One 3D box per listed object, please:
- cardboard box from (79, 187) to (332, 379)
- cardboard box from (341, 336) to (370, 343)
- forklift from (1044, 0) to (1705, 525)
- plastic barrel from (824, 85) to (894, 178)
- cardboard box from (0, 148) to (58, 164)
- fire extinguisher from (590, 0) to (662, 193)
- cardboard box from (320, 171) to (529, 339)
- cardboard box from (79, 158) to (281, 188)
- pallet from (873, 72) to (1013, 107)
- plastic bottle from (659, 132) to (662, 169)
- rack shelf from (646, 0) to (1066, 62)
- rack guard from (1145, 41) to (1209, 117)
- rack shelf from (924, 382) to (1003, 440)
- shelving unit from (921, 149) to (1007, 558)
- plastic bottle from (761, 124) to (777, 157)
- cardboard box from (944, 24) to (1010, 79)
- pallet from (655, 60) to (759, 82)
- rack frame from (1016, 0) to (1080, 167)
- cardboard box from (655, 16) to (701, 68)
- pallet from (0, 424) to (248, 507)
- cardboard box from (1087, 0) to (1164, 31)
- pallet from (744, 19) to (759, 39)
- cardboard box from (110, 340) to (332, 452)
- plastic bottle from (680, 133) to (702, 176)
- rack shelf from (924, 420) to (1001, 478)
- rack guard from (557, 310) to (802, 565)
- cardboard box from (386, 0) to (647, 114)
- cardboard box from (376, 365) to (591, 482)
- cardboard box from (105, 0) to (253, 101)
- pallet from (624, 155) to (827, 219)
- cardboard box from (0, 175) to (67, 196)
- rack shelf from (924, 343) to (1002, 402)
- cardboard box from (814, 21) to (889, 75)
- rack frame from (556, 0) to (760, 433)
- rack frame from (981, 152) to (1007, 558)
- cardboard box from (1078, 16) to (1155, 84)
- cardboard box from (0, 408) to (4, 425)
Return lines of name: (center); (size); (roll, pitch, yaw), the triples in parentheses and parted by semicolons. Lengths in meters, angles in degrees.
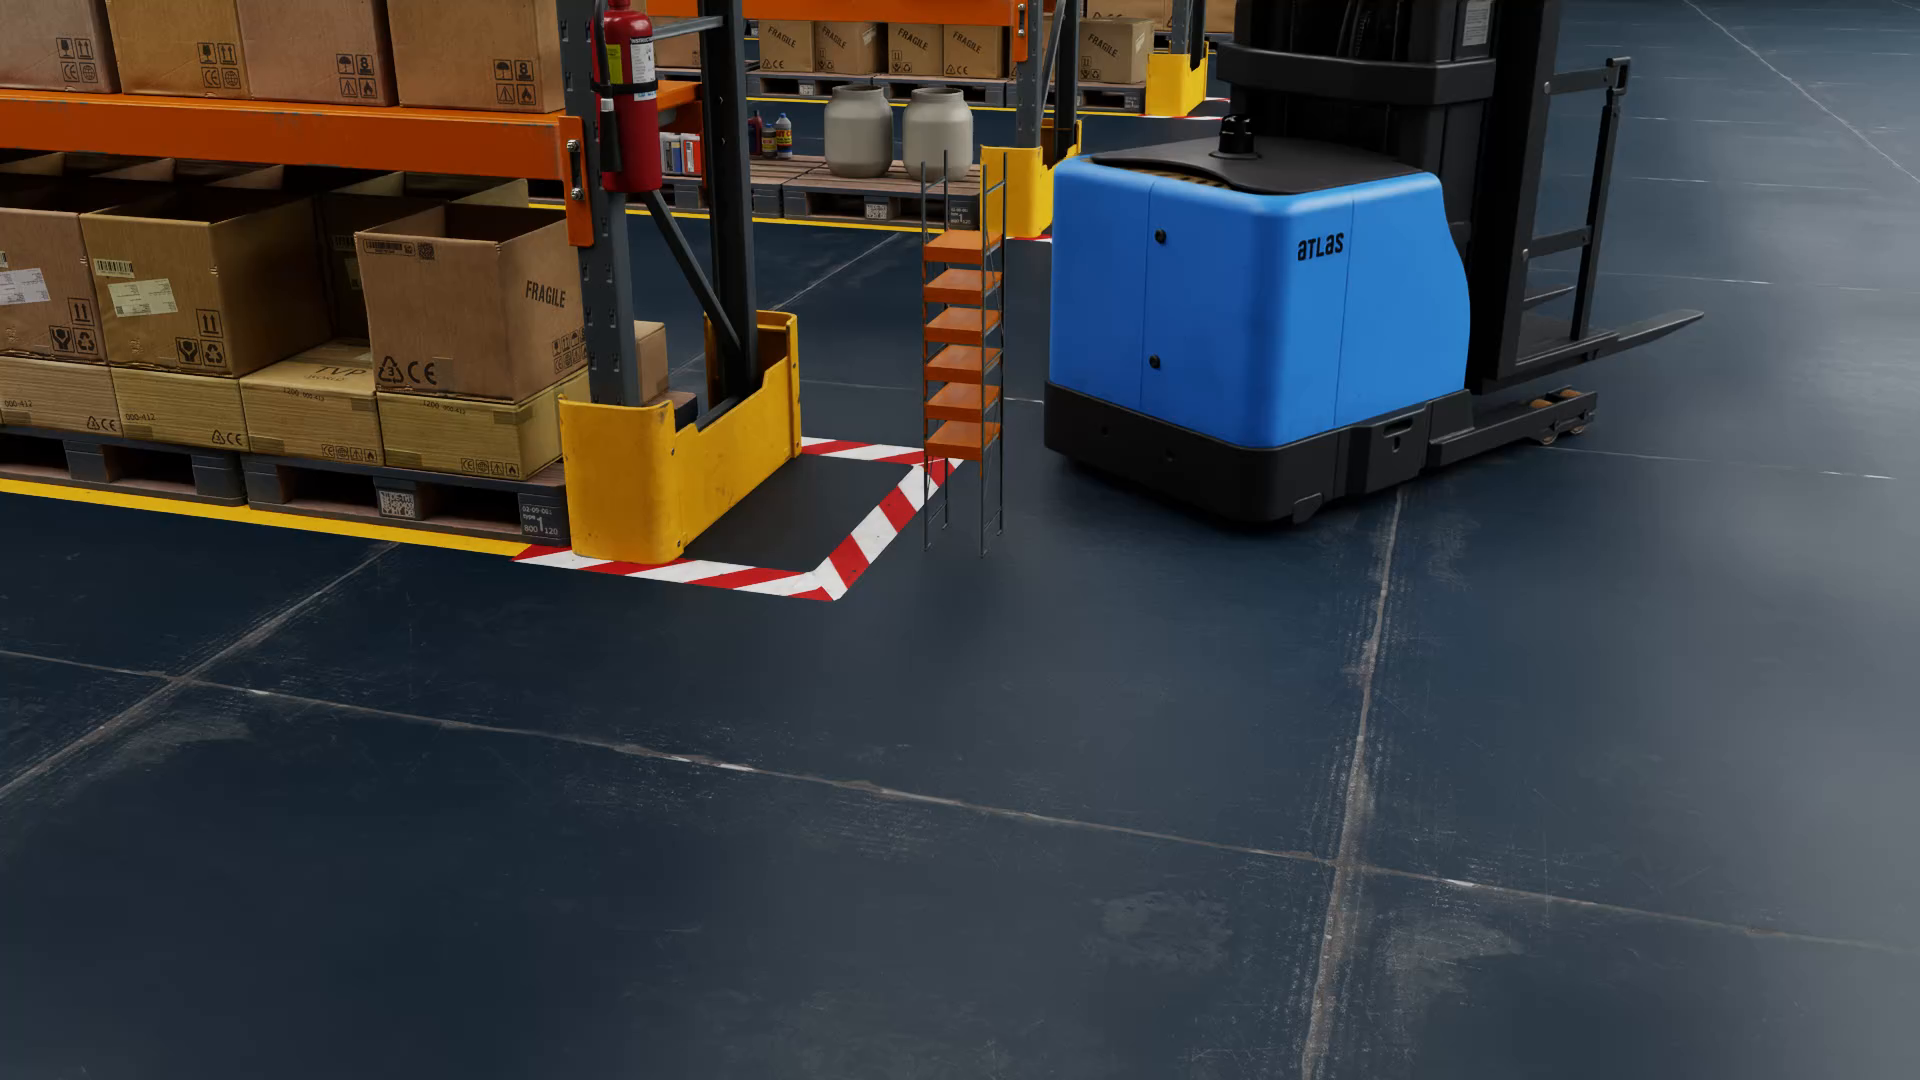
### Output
cardboard box: (-2.478, -0.862, 5.501); (0.500, 0.500, 0.500); (7, 23, 16)
cardboard box: (-1.846, -0.653, 5.980); (0.500, 0.250, 0.500); (7, 23, 16)
forklift: (1.760, -1.845, 5.905); (3.031, 2.935, 1.130); (-17, 28, -36)
plastic barrel: (-0.615, -2.480, 10.088); (0.421, 0.512, 0.421); (0, 22, 0)
cardboard box: (-3.764, -1.215, 6.362); (0.500, 0.500, 0.500); (7, 23, 16)
fire extinguisher: (-0.938, -1.321, 4.639); (0.183, 0.674, 0.296); (7, 23, 16)
cardboard box: (-1.845, -1.001, 5.839); (0.500, 0.500, 0.500); (7, 23, 16)
cardboard box: (-2.801, -1.112, 6.111); (0.500, 0.500, 0.500); (7, 23, 16)
pallet: (-0.056, -4.092, 14.966); (1.213, 0.211, 1.003); (7, 23, 16)
plastic bottle: (-1.893, -2.427, 10.145); (0.185, 0.351, 0.144); (8, 23, 18)
rack shelf: (-1.397, -3.224, 10.125); (4.000, 0.370, 1.077); (7, 23, 16)
rack guard: (1.875, -3.989, 14.335); (0.348, 0.500, 1.175); (7, 23, 16)
rack shelf: (0.014, -0.401, 5.101); (0.180, 0.103, 0.258); (7, 23, 16)
shelving unit: (0.014, -0.554, 5.038); (0.189, 1.200, 0.258); (7, 23, 16)
plastic bottle: (-1.227, -2.570, 10.689); (0.097, 0.201, 0.097); (0, 22, 0)
cardboard box: (0.179, -4.378, 14.731); (0.500, 0.500, 0.500); (9, 24, 20)
pallet: (-2.627, -4.370, 15.646); (1.213, 0.211, 1.003); (7, 23, 16)
rack frame: (0.517, -3.337, 9.454); (0.127, 3.000, 1.000); (7, 23, 16)
cardboard box: (-2.463, -4.698, 15.484); (0.500, 0.500, 0.700); (5, 23, 11)
pallet: (-2.825, -0.451, 6.091); (1.213, 0.211, 1.003); (7, 23, 15)
cardboard box: (1.966, -6.285, 18.887); (0.875, 0.875, 0.875); (6, 23, 15)
pallet: (-2.284, -6.267, 20.269); (1.213, 0.211, 1.003); (7, 23, 16)
cardboard box: (-2.477, -0.516, 5.646); (0.500, 0.250, 0.500); (7, 23, 16)
plastic bottle: (-1.601, -2.360, 10.081); (0.135, 0.276, 0.152); (7, 23, 16)
rack shelf: (0.014, -0.290, 5.146); (0.180, 0.103, 0.258); (7, 23, 16)
rack guard: (-0.894, -0.379, 5.535); (0.348, 0.500, 1.175); (7, 23, 16)
cardboard box: (-1.360, -1.640, 5.184); (0.500, 0.500, 0.700); (7, 23, 16)
cardboard box: (-1.516, -0.412, 5.391); (0.500, 0.250, 0.500); (7, 23, 16)
cardboard box: (-2.338, -1.753, 5.458); (0.500, 0.500, 0.700); (7, 23, 16)
pallet: (-1.509, -2.264, 10.511); (1.213, 0.211, 1.003); (7, 23, 16)
cardboard box: (-3.435, -0.972, 5.768); (0.500, 0.500, 0.500); (7, 23, 16)
rack shelf: (0.014, -0.512, 5.055); (0.180, 0.103, 0.258); (7, 23, 16)
cardboard box: (-0.959, -4.495, 15.016); (0.500, 0.500, 0.500); (15, 27, 32)
rack frame: (-0.917, -1.538, 5.067); (0.127, 3.000, 1.000); (7, 23, 16)
rack frame: (0.101, -0.544, 5.014); (0.006, 1.200, 0.240); (7, 23, 16)
cardboard box: (1.355, -4.249, 14.417); (0.500, 0.500, 0.500); (11, 25, 25)
cardboard box: (-3.436, -0.624, 5.910); (0.500, 0.250, 0.500); (7, 23, 16)
